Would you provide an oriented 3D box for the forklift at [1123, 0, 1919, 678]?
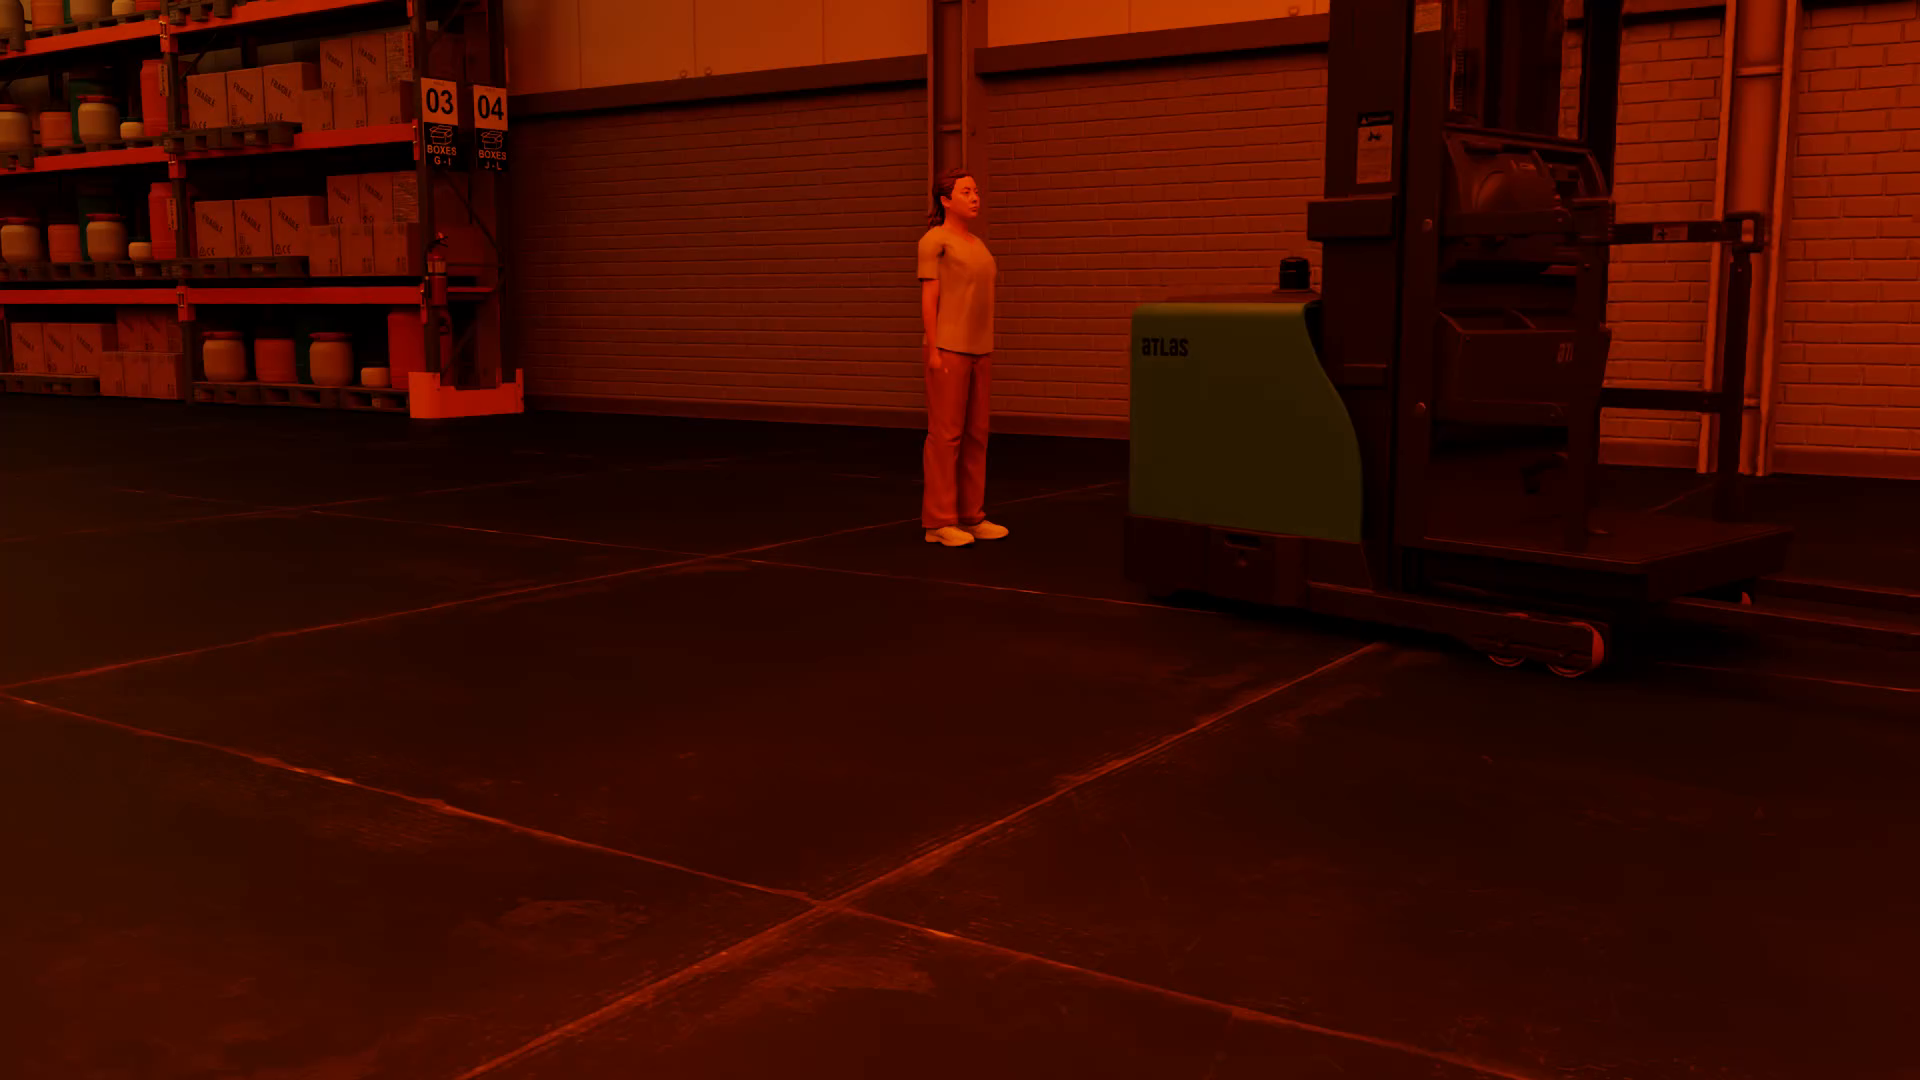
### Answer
[{"bbox_3d":[1.960,-1.133,5.161,1.130,2.935,3.031,-7,11,-42],"label":"forklift"}]

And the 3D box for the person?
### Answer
[{"bbox_3d":[0.003,-0.827,7.490,0.381,1.671,0.435,5,10,34],"label":"person"}]
